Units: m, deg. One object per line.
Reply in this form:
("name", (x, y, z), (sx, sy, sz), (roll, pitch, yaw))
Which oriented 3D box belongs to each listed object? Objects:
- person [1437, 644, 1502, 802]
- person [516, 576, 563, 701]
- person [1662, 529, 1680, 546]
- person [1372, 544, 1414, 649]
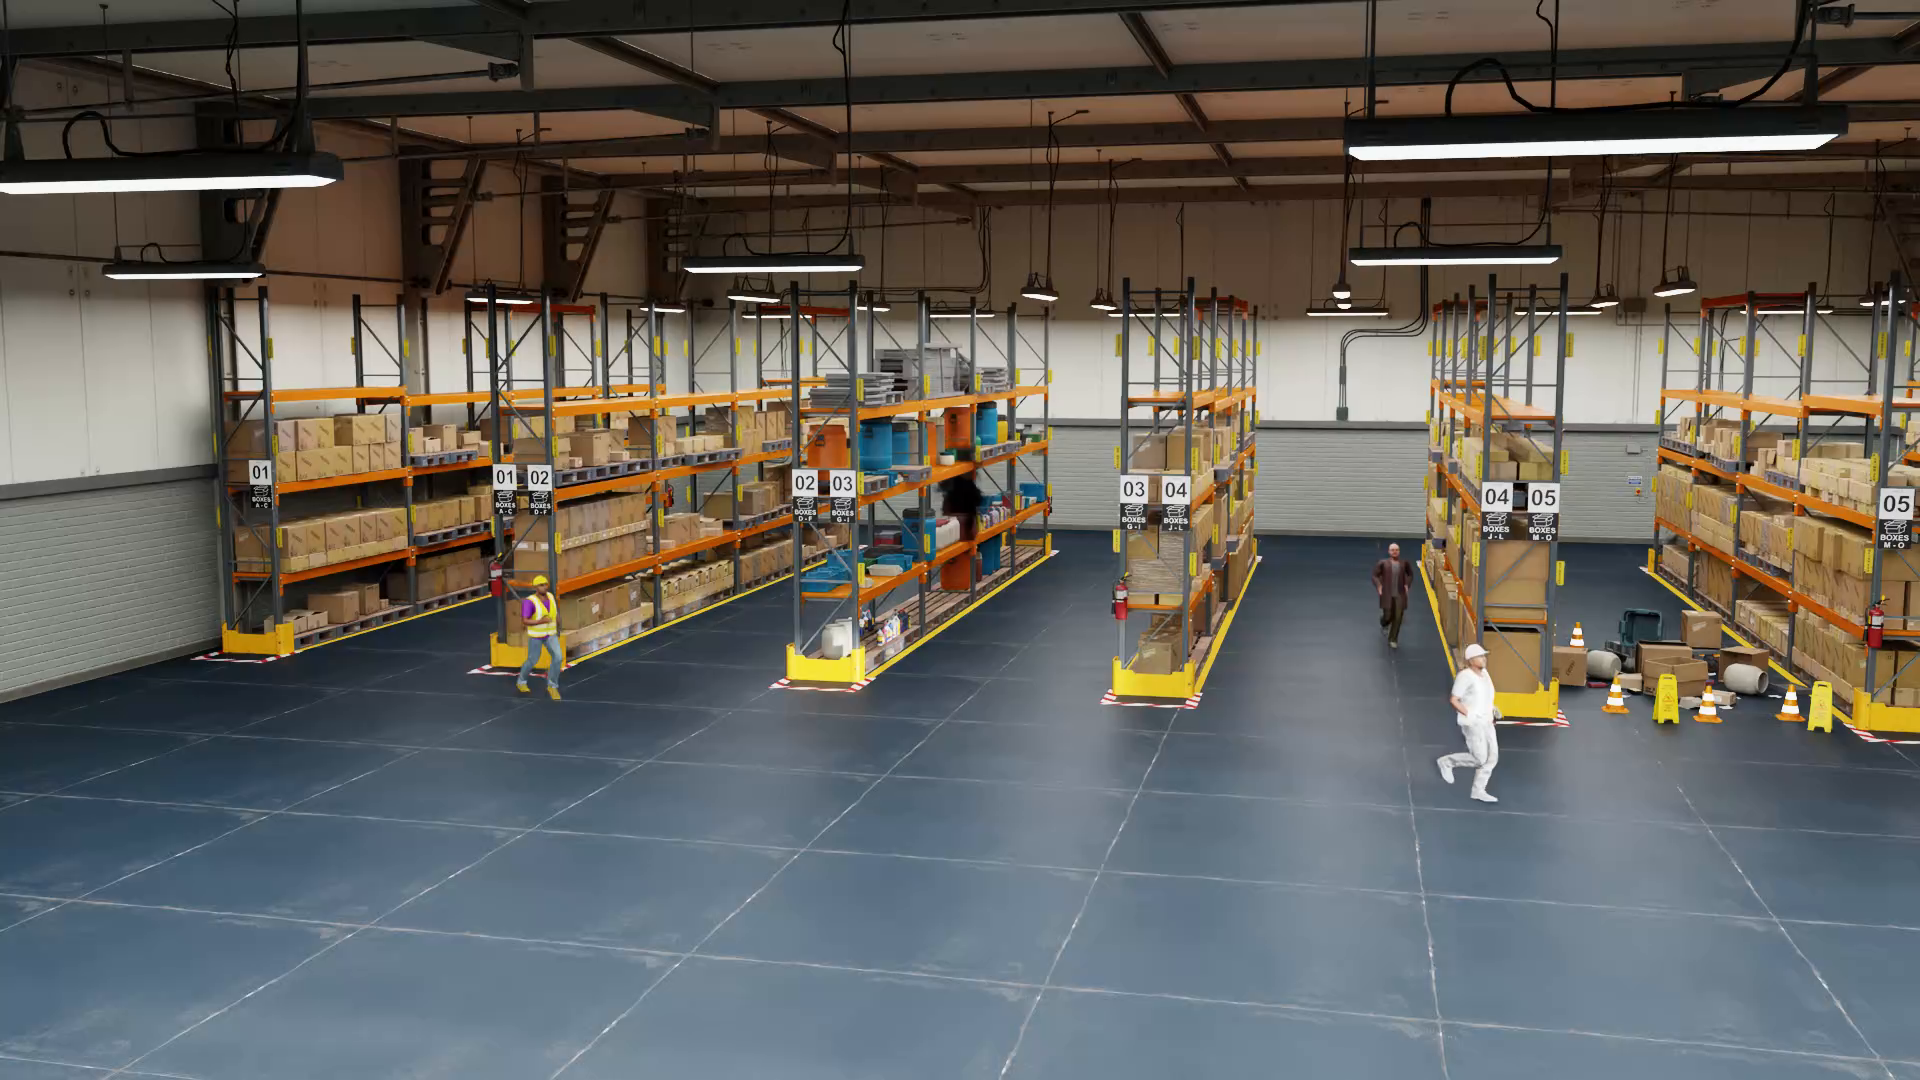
("person", (5.702, 2.021, 18.532), (0.683, 1.743, 0.689), (-6, 9, -44))
("person", (-5.999, 1.397, 23.846), (0.888, 1.810, 0.708), (6, 9, 44))
("person", (16.491, -0.169, 38.483), (0.448, 1.544, 0.611), (6, 9, 41))
("person", (7.307, 0.928, 28.057), (0.711, 1.743, 0.756), (1, 7, 5))
